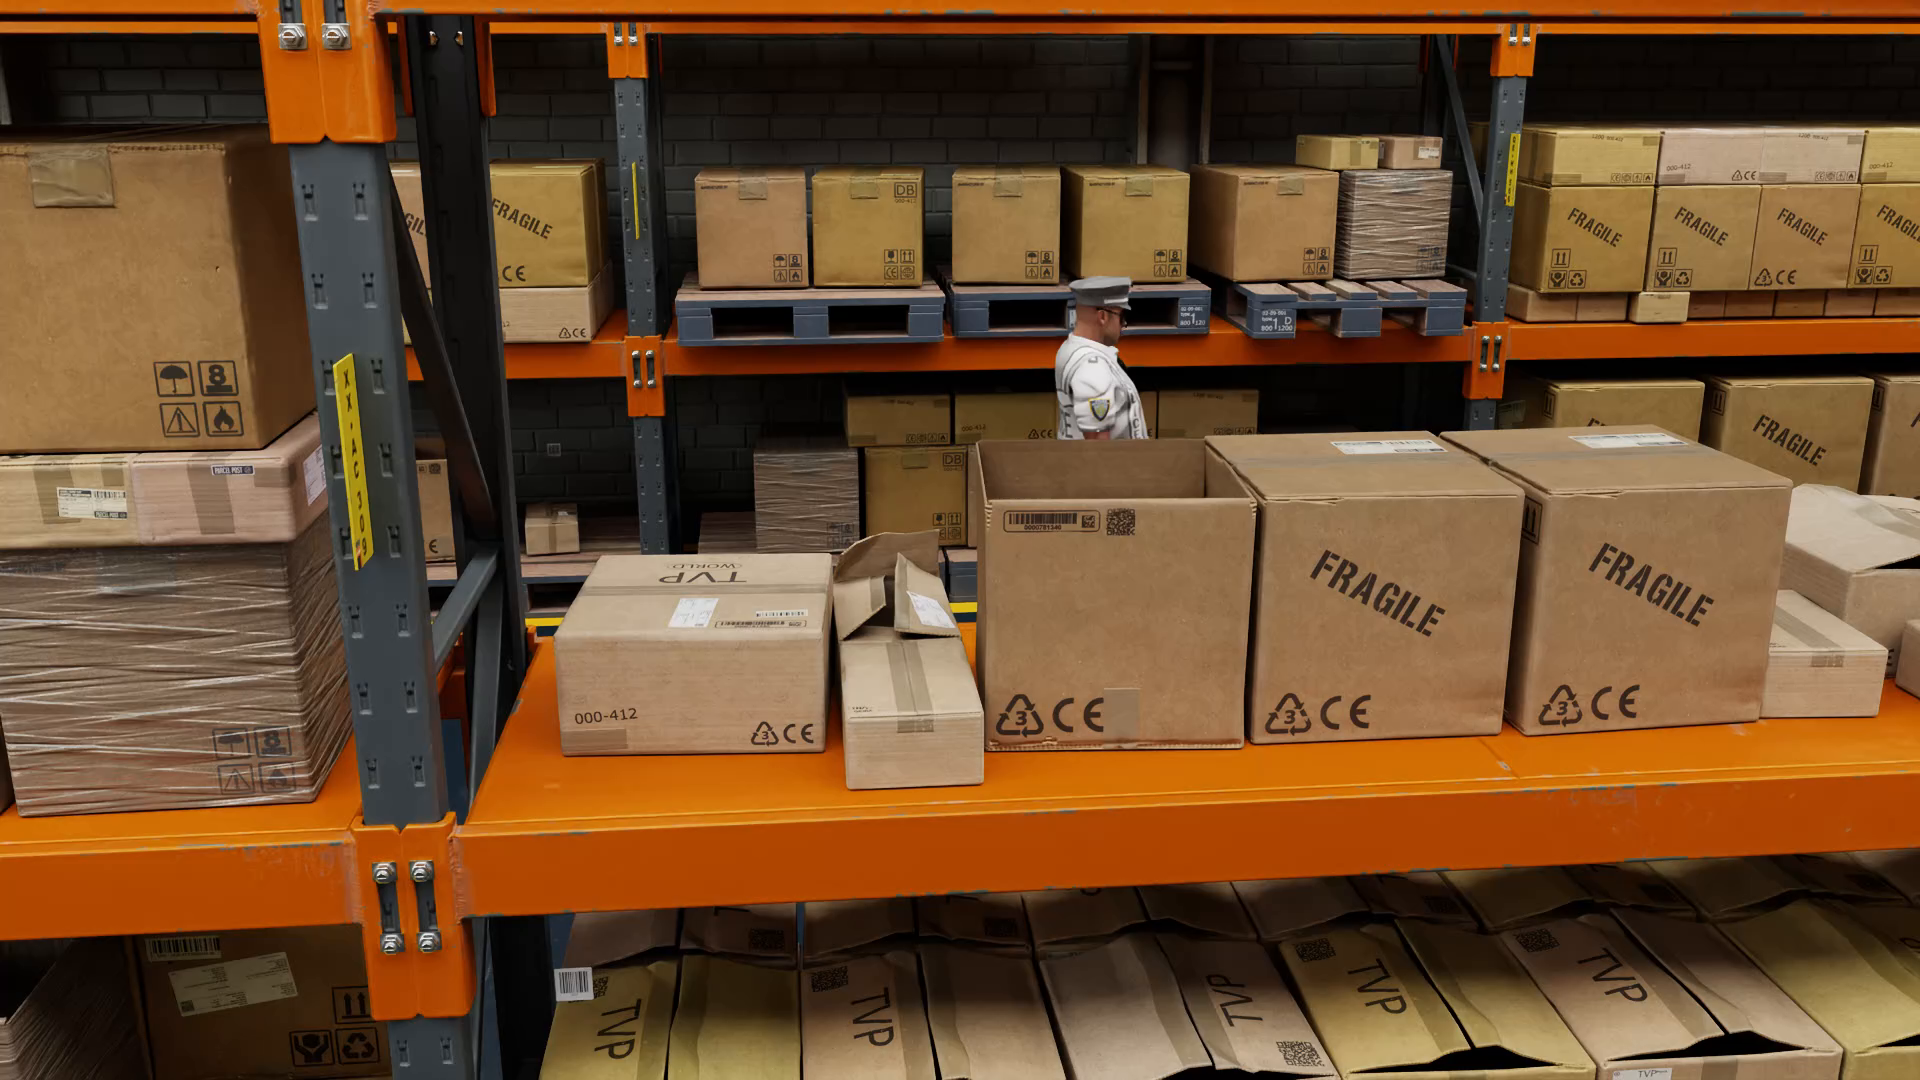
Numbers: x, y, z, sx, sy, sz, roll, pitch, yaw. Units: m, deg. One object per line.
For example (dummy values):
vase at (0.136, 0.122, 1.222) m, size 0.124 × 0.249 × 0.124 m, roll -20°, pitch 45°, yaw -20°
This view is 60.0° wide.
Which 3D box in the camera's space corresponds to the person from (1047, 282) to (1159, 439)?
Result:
person at (0.557, -0.172, 6.686) m, size 0.439 × 1.717 × 0.550 m, roll -1°, pitch 17°, yaw -4°
